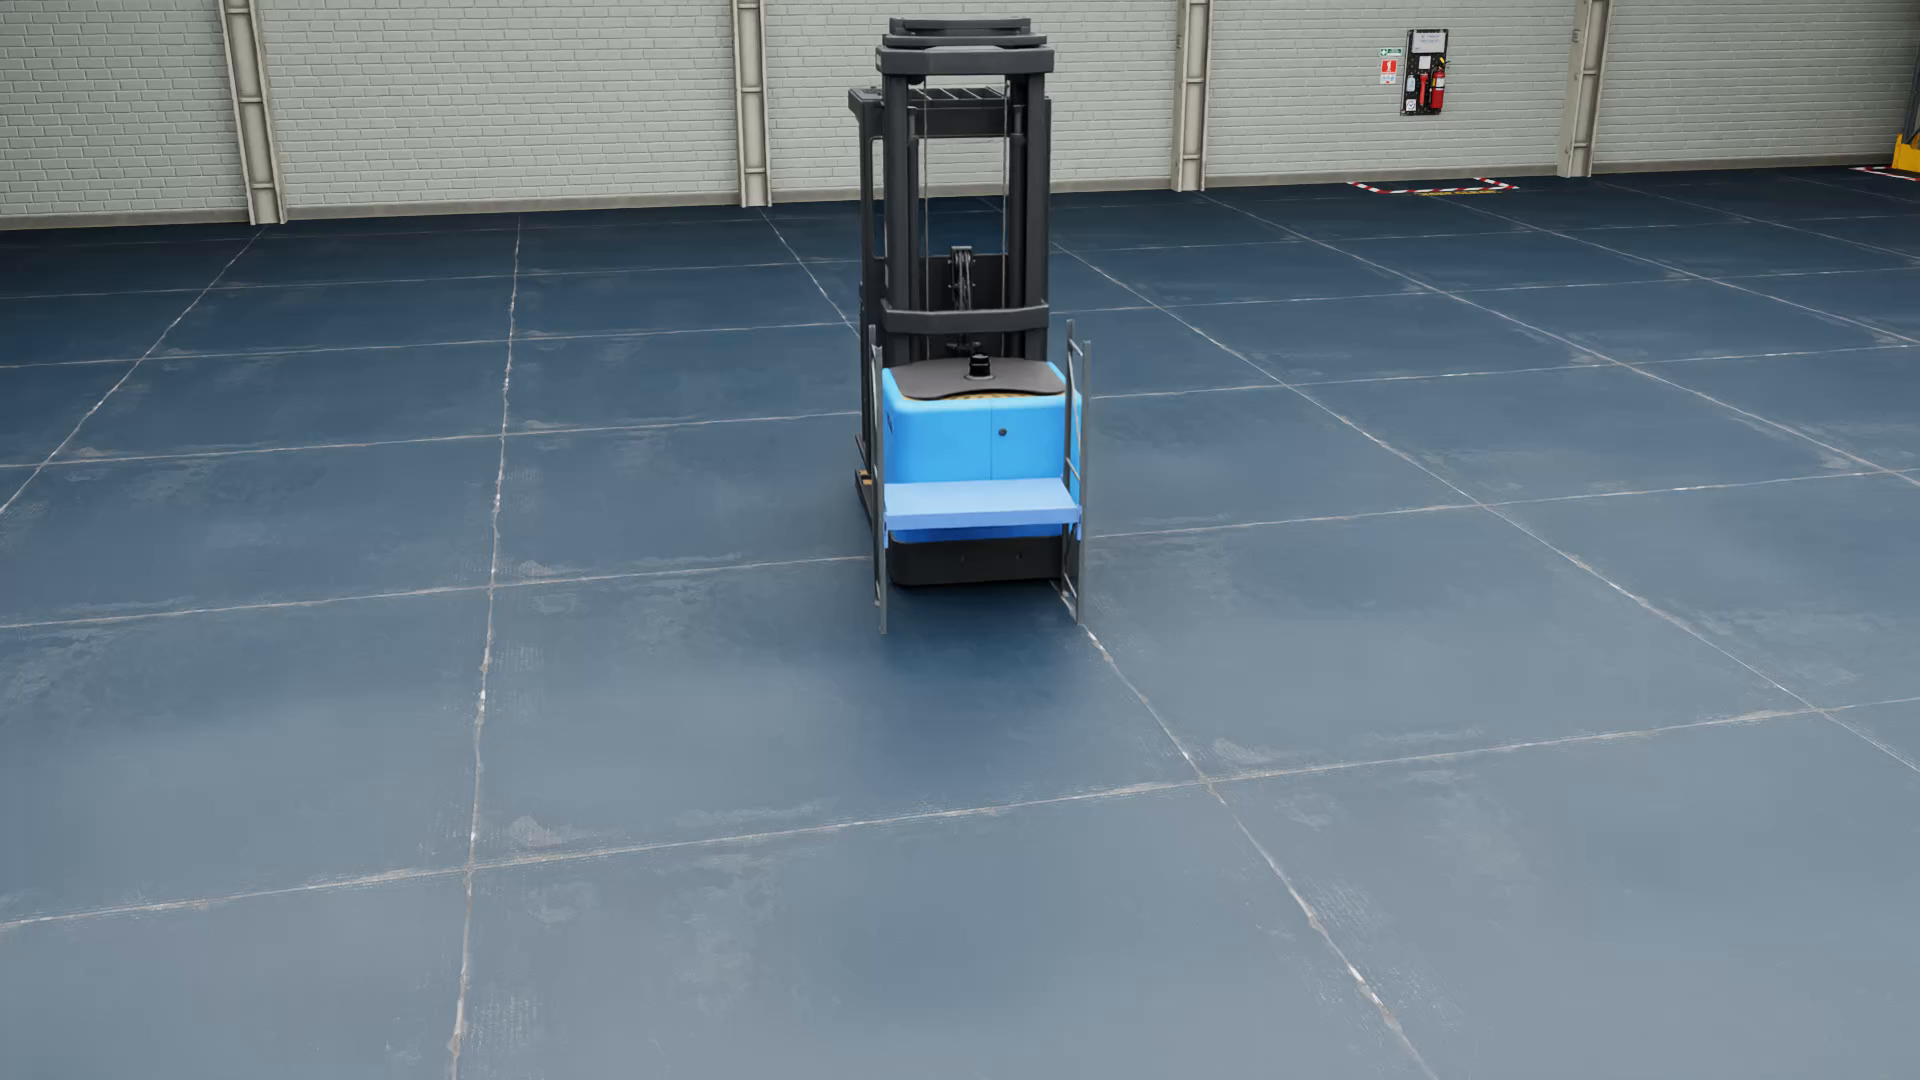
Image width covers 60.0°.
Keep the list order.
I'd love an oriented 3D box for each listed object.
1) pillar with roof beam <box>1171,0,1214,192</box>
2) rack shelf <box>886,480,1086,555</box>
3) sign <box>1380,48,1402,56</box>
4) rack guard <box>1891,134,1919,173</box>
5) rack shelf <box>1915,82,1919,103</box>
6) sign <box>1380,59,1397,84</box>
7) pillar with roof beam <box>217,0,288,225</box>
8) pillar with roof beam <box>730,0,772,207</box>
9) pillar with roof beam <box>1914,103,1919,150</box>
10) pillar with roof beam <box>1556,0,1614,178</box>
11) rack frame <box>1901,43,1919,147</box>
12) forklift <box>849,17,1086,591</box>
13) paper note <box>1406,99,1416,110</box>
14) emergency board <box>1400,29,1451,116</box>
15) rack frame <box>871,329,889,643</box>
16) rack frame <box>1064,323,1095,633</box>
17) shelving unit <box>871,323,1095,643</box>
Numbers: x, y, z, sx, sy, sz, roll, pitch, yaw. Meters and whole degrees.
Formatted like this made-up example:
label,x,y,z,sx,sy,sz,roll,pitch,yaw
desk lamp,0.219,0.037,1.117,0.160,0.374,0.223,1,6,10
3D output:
label,x,y,z,sx,sy,sz,roll,pitch,yaw
pillar with roof beam,4.148,-7.654,17.626,0.400,9.000,9.100,-5,21,-12
rack shelf,0.101,-0.123,8.491,1.000,0.185,0.538,-2,20,-6
sign,6.028,-6.824,23.259,0.331,0.109,0.001,-5,21,-12
rack guard,14.428,-5.715,24.689,0.348,0.500,1.175,-5,21,-12
rack shelf,16.300,-6.703,24.799,4.000,0.370,1.077,-5,21,-12
sign,6.021,-6.578,23.358,0.234,0.329,0.001,-5,21,-12
pillar with roof beam,-7.530,-6.704,15.033,0.400,9.000,9.100,-5,21,-12
pillar with roof beam,-1.691,-7.179,16.330,0.400,9.000,9.100,-5,21,-12
pillar with roof beam,15.826,-8.604,20.219,0.400,9.000,9.100,-5,21,-12
pillar with roof beam,9.987,-8.129,18.923,0.400,9.000,9.100,-5,21,-12
rack frame,14.354,-6.883,24.243,0.127,3.000,1.000,-5,21,-12
forklift,-0.051,-1.572,9.844,1.130,2.935,3.031,-3,20,-8
paper note,6.395,-6.165,23.565,0.142,0.148,0.016,-5,21,-12
emergency board,6.583,-6.570,23.389,0.643,1.169,0.194,-5,21,-12
rack frame,-0.404,-0.271,8.373,0.032,1.500,0.500,-2,20,-6
rack frame,0.606,-0.312,8.485,0.032,1.500,0.500,-2,20,-6
shelving unit,0.101,-0.292,8.429,1.048,1.500,0.538,-2,20,-6
